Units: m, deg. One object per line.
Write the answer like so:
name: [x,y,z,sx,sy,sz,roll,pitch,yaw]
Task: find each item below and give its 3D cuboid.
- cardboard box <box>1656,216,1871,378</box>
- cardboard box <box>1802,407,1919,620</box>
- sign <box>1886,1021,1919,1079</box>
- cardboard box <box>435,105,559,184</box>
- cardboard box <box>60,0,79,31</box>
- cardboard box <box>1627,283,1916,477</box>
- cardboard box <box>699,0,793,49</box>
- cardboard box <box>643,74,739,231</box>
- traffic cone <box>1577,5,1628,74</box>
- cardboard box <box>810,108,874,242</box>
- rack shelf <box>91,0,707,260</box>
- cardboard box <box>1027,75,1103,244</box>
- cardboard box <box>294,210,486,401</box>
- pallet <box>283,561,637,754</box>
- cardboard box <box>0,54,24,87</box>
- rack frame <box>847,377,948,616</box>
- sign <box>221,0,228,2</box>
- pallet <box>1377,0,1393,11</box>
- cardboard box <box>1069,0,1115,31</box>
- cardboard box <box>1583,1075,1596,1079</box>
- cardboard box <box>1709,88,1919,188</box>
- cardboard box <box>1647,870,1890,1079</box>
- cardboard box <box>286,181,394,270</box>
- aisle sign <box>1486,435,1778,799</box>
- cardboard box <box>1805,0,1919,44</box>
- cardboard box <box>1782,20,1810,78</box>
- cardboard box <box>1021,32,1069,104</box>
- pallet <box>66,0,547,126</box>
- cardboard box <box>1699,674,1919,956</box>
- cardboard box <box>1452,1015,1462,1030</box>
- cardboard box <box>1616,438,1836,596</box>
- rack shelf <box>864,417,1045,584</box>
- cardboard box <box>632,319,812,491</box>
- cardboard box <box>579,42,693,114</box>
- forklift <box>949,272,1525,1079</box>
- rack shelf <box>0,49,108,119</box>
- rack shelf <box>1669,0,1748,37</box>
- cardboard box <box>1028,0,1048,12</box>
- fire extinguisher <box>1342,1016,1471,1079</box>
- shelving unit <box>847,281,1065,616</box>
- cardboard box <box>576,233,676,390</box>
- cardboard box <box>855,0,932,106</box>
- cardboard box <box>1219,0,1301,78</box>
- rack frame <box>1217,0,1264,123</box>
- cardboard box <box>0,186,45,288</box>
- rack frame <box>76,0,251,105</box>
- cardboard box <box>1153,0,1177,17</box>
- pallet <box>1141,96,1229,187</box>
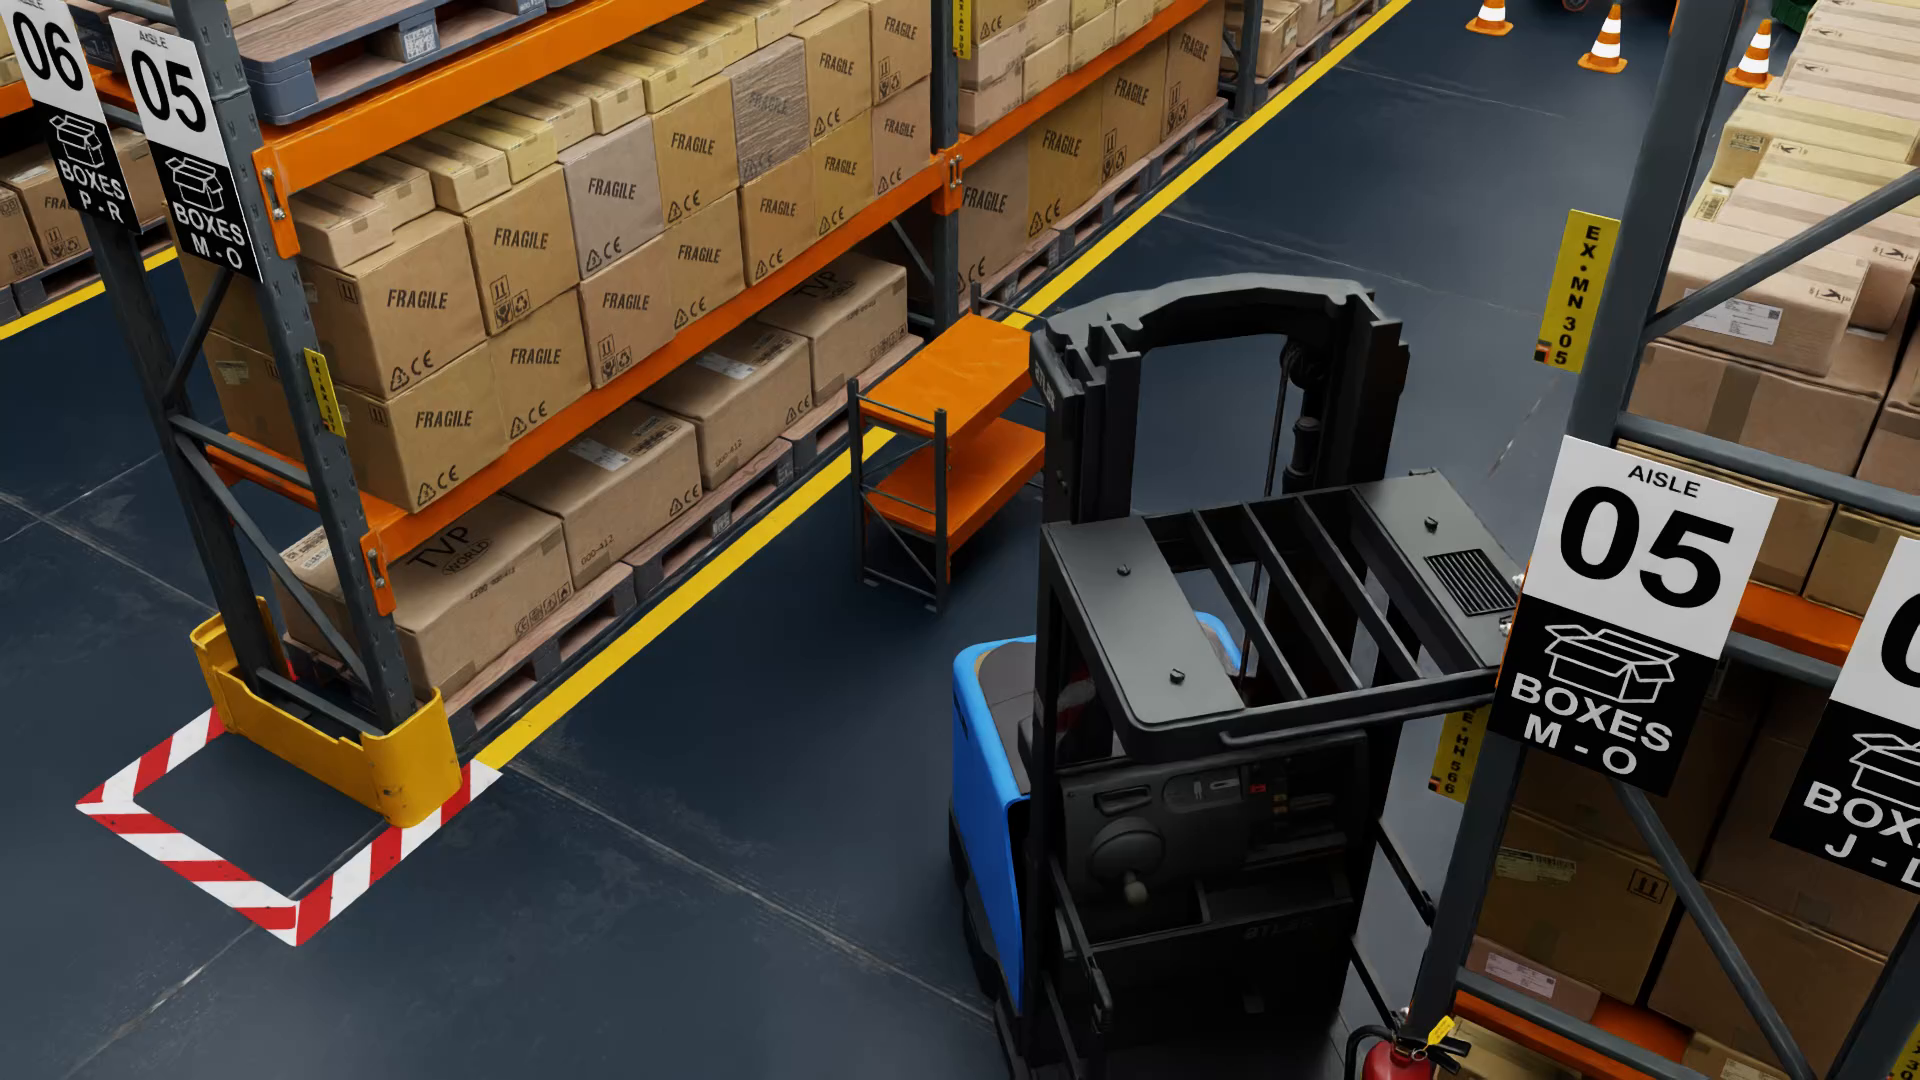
cardboard box: [1.560,-0.489,3.297,0.380,0.149,0.250,21,42,25]
cardboard box: [2.086,-0.013,3.416,0.500,0.250,0.500,23,43,27]
sign: [2.088,1.097,3.600,0.100,0.325,0.005,21,42,25]
cardboard box: [-1.738,-1.486,6.228,0.380,0.149,0.250,20,42,24]
cardboard box: [-5.255,-3.188,9.747,0.500,0.250,0.500,21,42,25]
cardboard box: [1.662,-0.384,3.488,0.500,0.250,0.500,20,42,24]
cardboard box: [-0.956,-2.293,7.275,0.380,0.149,0.250,21,42,25]
cardboard box: [-1.300,-1.688,7.022,0.500,0.500,0.500,21,42,25]
traffic cone: [5.032,-3.912,12.885,0.336,0.463,0.334,21,42,25]
cardboard box: [-0.765,-1.816,8.007,0.500,0.500,0.500,20,42,24]
rack shelf: [-1.532,-2.238,6.768,1.077,0.370,4.000,21,42,25]
cardboard box: [0.281,-2.505,10.379,0.875,0.875,0.875,22,43,26]
cardboard box: [-2.106,-0.894,5.991,0.500,0.500,0.500,20,42,24]
pallet: [-2.242,0.362,7.546,1.003,0.211,1.213,21,42,25]
cardboard box: [-5.533,-2.696,9.436,0.380,0.149,0.250,22,43,26]
rack frame: [-0.276,-0.180,7.502,0.500,1.125,0.032,21,42,25]
sign: [-2.139,-1.685,4.681,0.100,0.325,0.005,21,42,25]
pallet: [3.409,-4.984,14.482,1.003,0.211,1.213,21,42,25]
cardboard box: [0.561,-3.169,9.557,0.500,0.250,0.500,22,43,26]
cardboard box: [1.883,1.523,5.260,0.380,0.149,0.250,22,43,26]
cardboard box: [1.962,-0.888,3.815,0.380,0.149,0.250,22,43,26]
cardboard box: [2.104,0.964,4.156,0.500,0.500,0.500,23,43,27]
cardboard box: [-2.180,-1.089,5.713,0.380,0.149,0.250,22,43,26]
aisle sign: [1.337,0.173,3.379,0.394,0.787,0.004,21,42,25]
cardboard box: [2.403,-1.275,4.317,0.380,0.149,0.250,20,42,24]
cardboard box: [2.492,-1.168,4.504,0.500,0.250,0.500,19,42,23]
cardboard box: [0.274,-2.715,9.377,0.500,0.250,0.500,20,42,24]
pallet: [-2.215,-1.843,5.739,1.003,0.211,1.213,21,42,25]
cardboard box: [2.094,0.565,3.855,0.500,0.500,0.500,21,42,25]
cardboard box: [1.788,1.720,5.492,0.380,0.149,0.250,23,43,26]
cardboard box: [1.650,-0.187,3.641,0.500,0.250,0.500,20,42,24]
rack shelf: [-0.004,-0.248,7.991,0.538,0.278,1.000,21,42,25]
cardboard box: [-1.367,-0.768,8.483,0.875,0.438,0.875,20,42,24]
cardboard box: [-1.314,-1.875,6.732,0.380,0.149,0.250,20,42,24]
forklift: [0.798,0.878,4.650,1.130,2.935,3.031,-8,38,-11]
rack shelf: [-5.726,-2.672,9.788,1.077,0.370,4.000,21,42,25]
rack shelf: [2.701,-1.858,3.821,1.077,0.370,4.000,21,42,25]
cardboard box: [0.267,-3.206,8.991,0.500,0.500,0.500,21,42,25]
fire extinguisher: [1.105,1.420,4.259,0.296,0.674,0.183,21,42,25]
shelving unit: [-0.004,-0.442,7.842,0.538,1.125,1.048,21,42,25]
cardboard box: [-1.569,-1.024,6.978,0.500,0.500,0.500,21,42,25]
cardboard box: [-0.481,-2.468,8.034,0.500,0.500,0.500,21,42,25]
cardboard box: [1.993,-3.842,12.525,0.950,0.372,0.625,18,41,22]
rack frame: [1.682,-4.428,11.477,1.000,3.000,0.127,21,42,25]
cardboard box: [-5.899,-1.814,9.790,0.700,0.500,0.500,23,43,27]
rack frame: [-2.604,-2.680,4.296,1.000,3.000,0.127,21,42,25]
cardboard box: [1.087,-3.500,10.396,0.500,0.250,0.500,21,42,25]
pallet: [1.196,-2.942,11.833,1.003,0.211,1.213,21,42,25]
